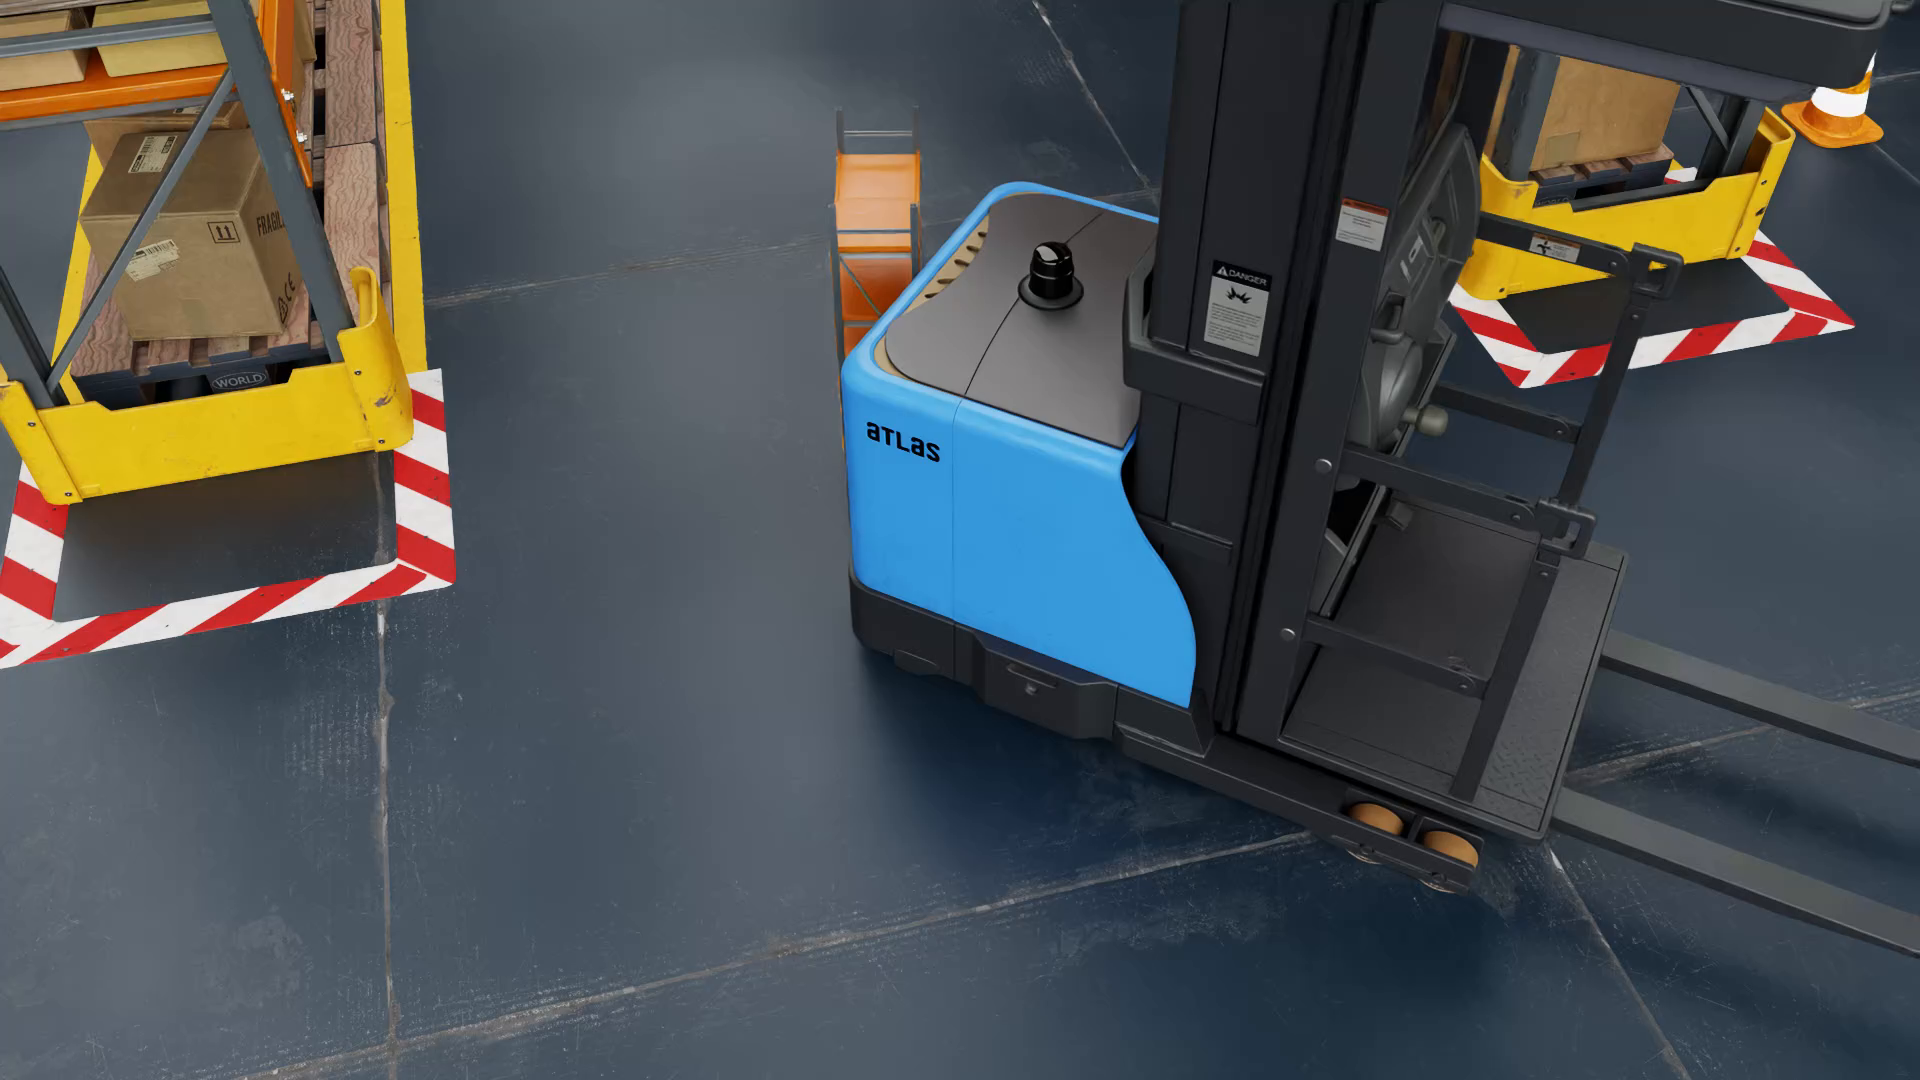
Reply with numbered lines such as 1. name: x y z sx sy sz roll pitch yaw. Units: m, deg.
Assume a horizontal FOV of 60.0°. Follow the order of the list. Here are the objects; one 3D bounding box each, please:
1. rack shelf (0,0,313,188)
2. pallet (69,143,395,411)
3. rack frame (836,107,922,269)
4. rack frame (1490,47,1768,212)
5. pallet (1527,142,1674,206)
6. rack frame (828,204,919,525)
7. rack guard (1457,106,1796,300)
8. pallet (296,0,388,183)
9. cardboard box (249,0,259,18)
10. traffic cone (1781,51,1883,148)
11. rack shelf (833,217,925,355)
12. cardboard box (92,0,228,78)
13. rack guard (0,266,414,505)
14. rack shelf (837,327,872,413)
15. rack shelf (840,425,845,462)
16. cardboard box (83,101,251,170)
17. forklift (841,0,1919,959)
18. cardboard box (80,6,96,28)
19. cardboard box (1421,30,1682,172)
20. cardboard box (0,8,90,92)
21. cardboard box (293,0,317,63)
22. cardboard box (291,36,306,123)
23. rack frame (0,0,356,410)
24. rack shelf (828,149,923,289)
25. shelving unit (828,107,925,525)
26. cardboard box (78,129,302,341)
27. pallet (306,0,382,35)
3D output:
1. rack shelf: -2.927 -2.455 6.059 1.077 0.370 4.000 -11 47 -10
2. pallet: -2.609 -0.970 6.052 1.003 0.211 1.213 -11 47 -10
3. rack frame: -0.238 -0.823 5.217 0.240 1.200 0.015 0 46 0
4. rack frame: 2.405 -2.163 5.269 1.000 3.000 0.127 -11 47 -10
5. pallet: 2.125 -1.724 6.792 1.003 0.211 1.213 -11 47 -10
6. rack frame: -0.233 -0.475 4.875 0.240 1.200 0.015 0 46 0
7. rack guard: 2.411 -1.271 6.146 1.175 0.500 0.348 -11 47 -10
8. pallet: -2.917 -1.810 6.876 1.003 0.211 1.213 -11 47 -10
9. cardboard box: -2.303 -1.654 4.947 0.380 0.149 0.250 -11 47 -10
10. traffic cone: 3.642 -1.901 6.789 0.336 0.463 0.334 -11 47 -10
11. rack shelf: -0.236 -0.759 4.934 0.258 0.148 0.480 0 46 0
12. cardboard box: -2.258 -1.478 4.774 0.380 0.149 0.250 -11 47 -10
13. rack guard: -2.435 -0.503 5.393 1.175 0.500 0.348 -11 47 -10
14. rack shelf: -0.236 -0.602 5.094 0.258 0.148 0.480 0 46 0
15. rack shelf: -0.236 -0.463 5.236 0.258 0.148 0.480 0 46 0
16. cardboard box: -2.745 -1.438 6.016 0.500 0.500 0.500 0 46 0
17. forklift: 1.234 -0.544 3.731 3.031 2.935 1.130 20 49 18
18. cardboard box: -2.751 -1.570 4.864 0.380 0.149 0.250 -11 47 -10
19. cardboard box: 2.168 -2.022 6.325 0.875 0.875 0.875 -10 47 -10
20. cardboard box: -2.688 -1.397 4.695 0.380 0.149 0.250 -11 47 -10
21. cardboard box: -2.987 -2.268 6.828 0.500 0.500 0.500 -15 47 -14
22. cardboard box: -2.887 -1.874 6.443 0.500 0.500 0.500 -7 46 -7
23. rack frame: -2.415 -1.326 4.449 1.000 3.000 0.127 -11 47 -10
24. rack shelf: -0.236 -0.924 4.765 0.258 0.148 0.480 0 46 0
25. shelving unit: -0.236 -0.649 5.046 0.258 1.200 0.503 0 46 0
26. cardboard box: -2.559 -1.032 5.617 0.500 0.500 0.500 -3 46 -3
27. pallet: -3.233 -2.654 7.703 1.003 0.211 1.213 -11 47 -10
